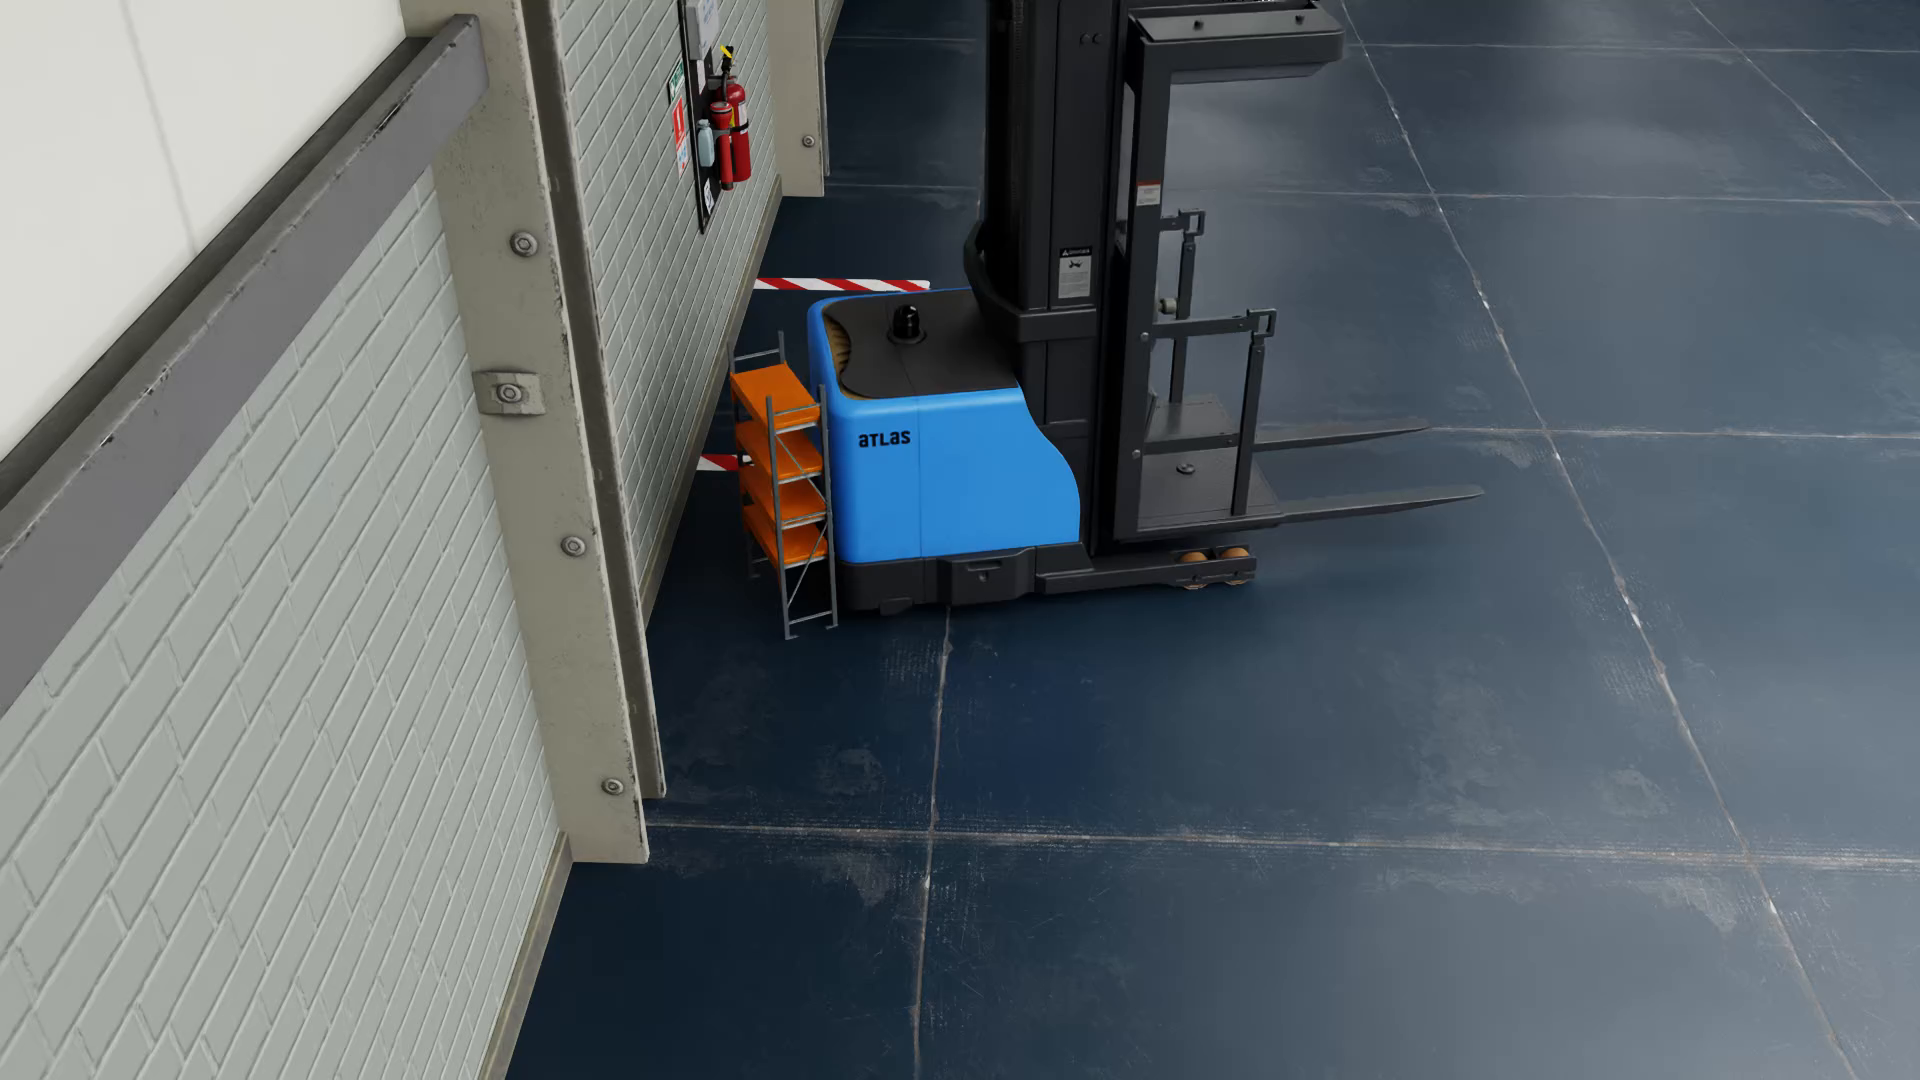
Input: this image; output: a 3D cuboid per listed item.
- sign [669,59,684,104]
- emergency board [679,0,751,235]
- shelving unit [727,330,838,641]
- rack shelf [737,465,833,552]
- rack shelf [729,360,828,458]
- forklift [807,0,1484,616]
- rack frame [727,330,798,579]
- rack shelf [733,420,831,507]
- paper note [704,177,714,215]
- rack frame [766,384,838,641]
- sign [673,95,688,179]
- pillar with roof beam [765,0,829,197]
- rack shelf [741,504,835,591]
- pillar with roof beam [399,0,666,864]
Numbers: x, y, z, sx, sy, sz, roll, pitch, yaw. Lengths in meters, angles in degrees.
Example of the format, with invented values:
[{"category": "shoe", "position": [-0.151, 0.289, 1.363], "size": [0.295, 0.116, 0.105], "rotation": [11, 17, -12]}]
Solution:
[{"category": "sign", "position": [-1.302, -2.111, 7.653], "size": [0.001, 0.109, 0.331], "rotation": [1, 35, 2]}, {"category": "emergency board", "position": [-1.186, -2.192, 8.261], "size": [0.194, 1.169, 0.643], "rotation": [1, 35, 2]}, {"category": "shelving unit", "position": [-0.744, -0.219, 7.018], "size": [0.258, 1.200, 0.503], "rotation": [-15, 38, -20]}, {"category": "rack shelf", "position": [-0.744, -0.164, 7.057], "size": [0.258, 0.148, 0.480], "rotation": [-15, 38, -20]}, {"category": "rack shelf", "position": [-0.744, -0.541, 6.792], "size": [0.258, 0.148, 0.480], "rotation": [-15, 38, -20]}, {"category": "forklift", "position": [0.872, -1.272, 7.011], "size": [3.031, 2.935, 1.130], "rotation": [-6, 36, -8]}, {"category": "rack frame", "position": [-0.845, -0.347, 7.200], "size": [0.240, 1.200, 0.015], "rotation": [-15, 38, -20]}, {"category": "rack shelf", "position": [-0.744, -0.347, 6.928], "size": [0.258, 0.148, 0.480], "rotation": [-15, 38, -20]}, {"category": "paper note", "position": [-1.262, -1.732, 8.372], "size": [0.016, 0.148, 0.142], "rotation": [1, 35, 2]}, {"category": "rack frame", "position": [-0.643, -0.091, 6.836], "size": [0.240, 1.200, 0.015], "rotation": [-15, 38, -20]}, {"category": "sign", "position": [-1.312, -1.892, 7.802], "size": [0.001, 0.329, 0.234], "rotation": [1, 35, 2]}, {"category": "pillar with roof beam", "position": [3.253, -5.966, 8.413], "size": [9.100, 9.000, 0.400], "rotation": [1, 35, 2]}, {"category": "rack shelf", "position": [-0.744, -0.002, 7.171], "size": [0.258, 0.148, 0.480], "rotation": [-15, 38, -20]}, {"category": "pillar with roof beam", "position": [3.012, -2.519, 3.508], "size": [9.100, 9.000, 0.400], "rotation": [1, 35, 2]}]
